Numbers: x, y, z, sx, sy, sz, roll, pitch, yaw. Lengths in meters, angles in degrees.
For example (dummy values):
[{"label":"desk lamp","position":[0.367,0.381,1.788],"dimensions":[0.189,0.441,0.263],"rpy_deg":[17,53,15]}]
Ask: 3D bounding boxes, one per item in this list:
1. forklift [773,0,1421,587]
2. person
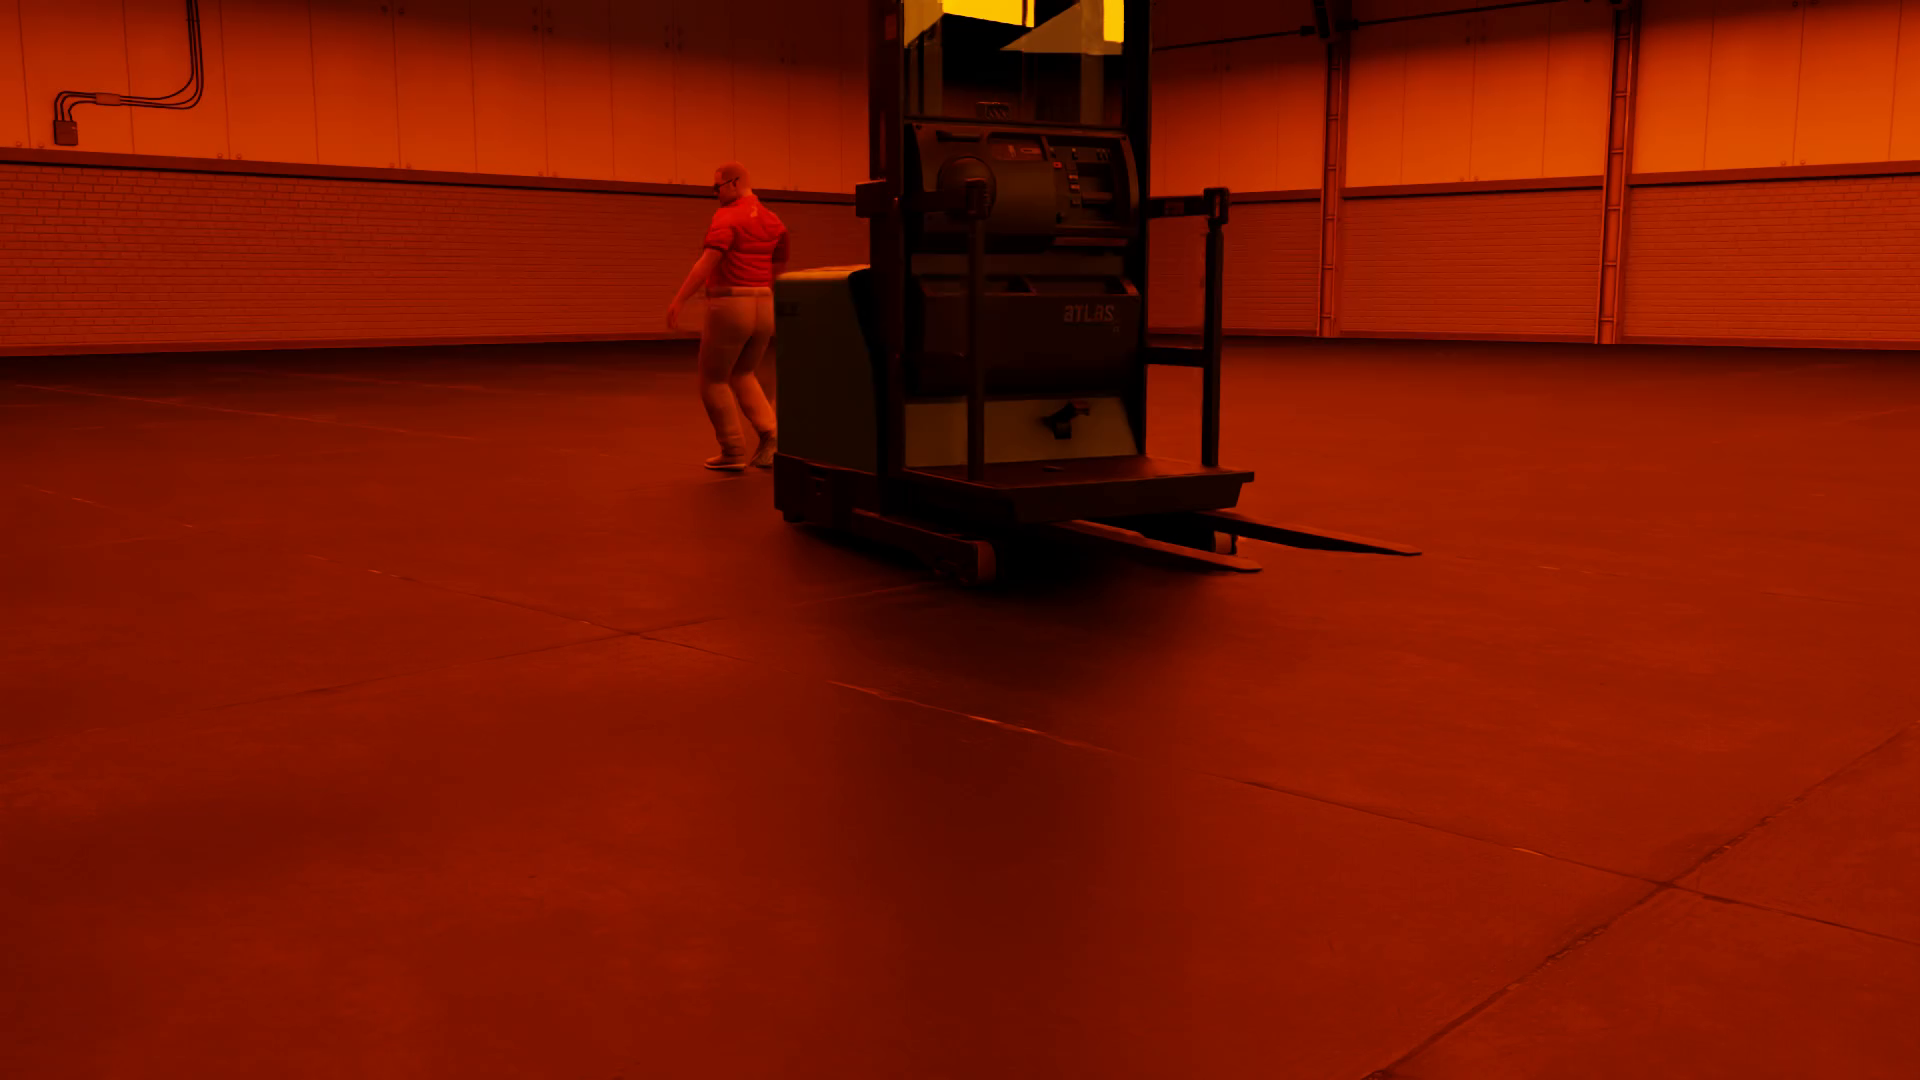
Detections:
[{"label":"forklift","position":[0.356,-1.364,5.935],"dimensions":[1.130,2.935,3.031],"rpy_deg":[-5,10,-29]},{"label":"person","position":[-1.290,-1.221,9.229],"dimensions":[0.479,1.724,0.801],"rpy_deg":[7,11,40]}]
